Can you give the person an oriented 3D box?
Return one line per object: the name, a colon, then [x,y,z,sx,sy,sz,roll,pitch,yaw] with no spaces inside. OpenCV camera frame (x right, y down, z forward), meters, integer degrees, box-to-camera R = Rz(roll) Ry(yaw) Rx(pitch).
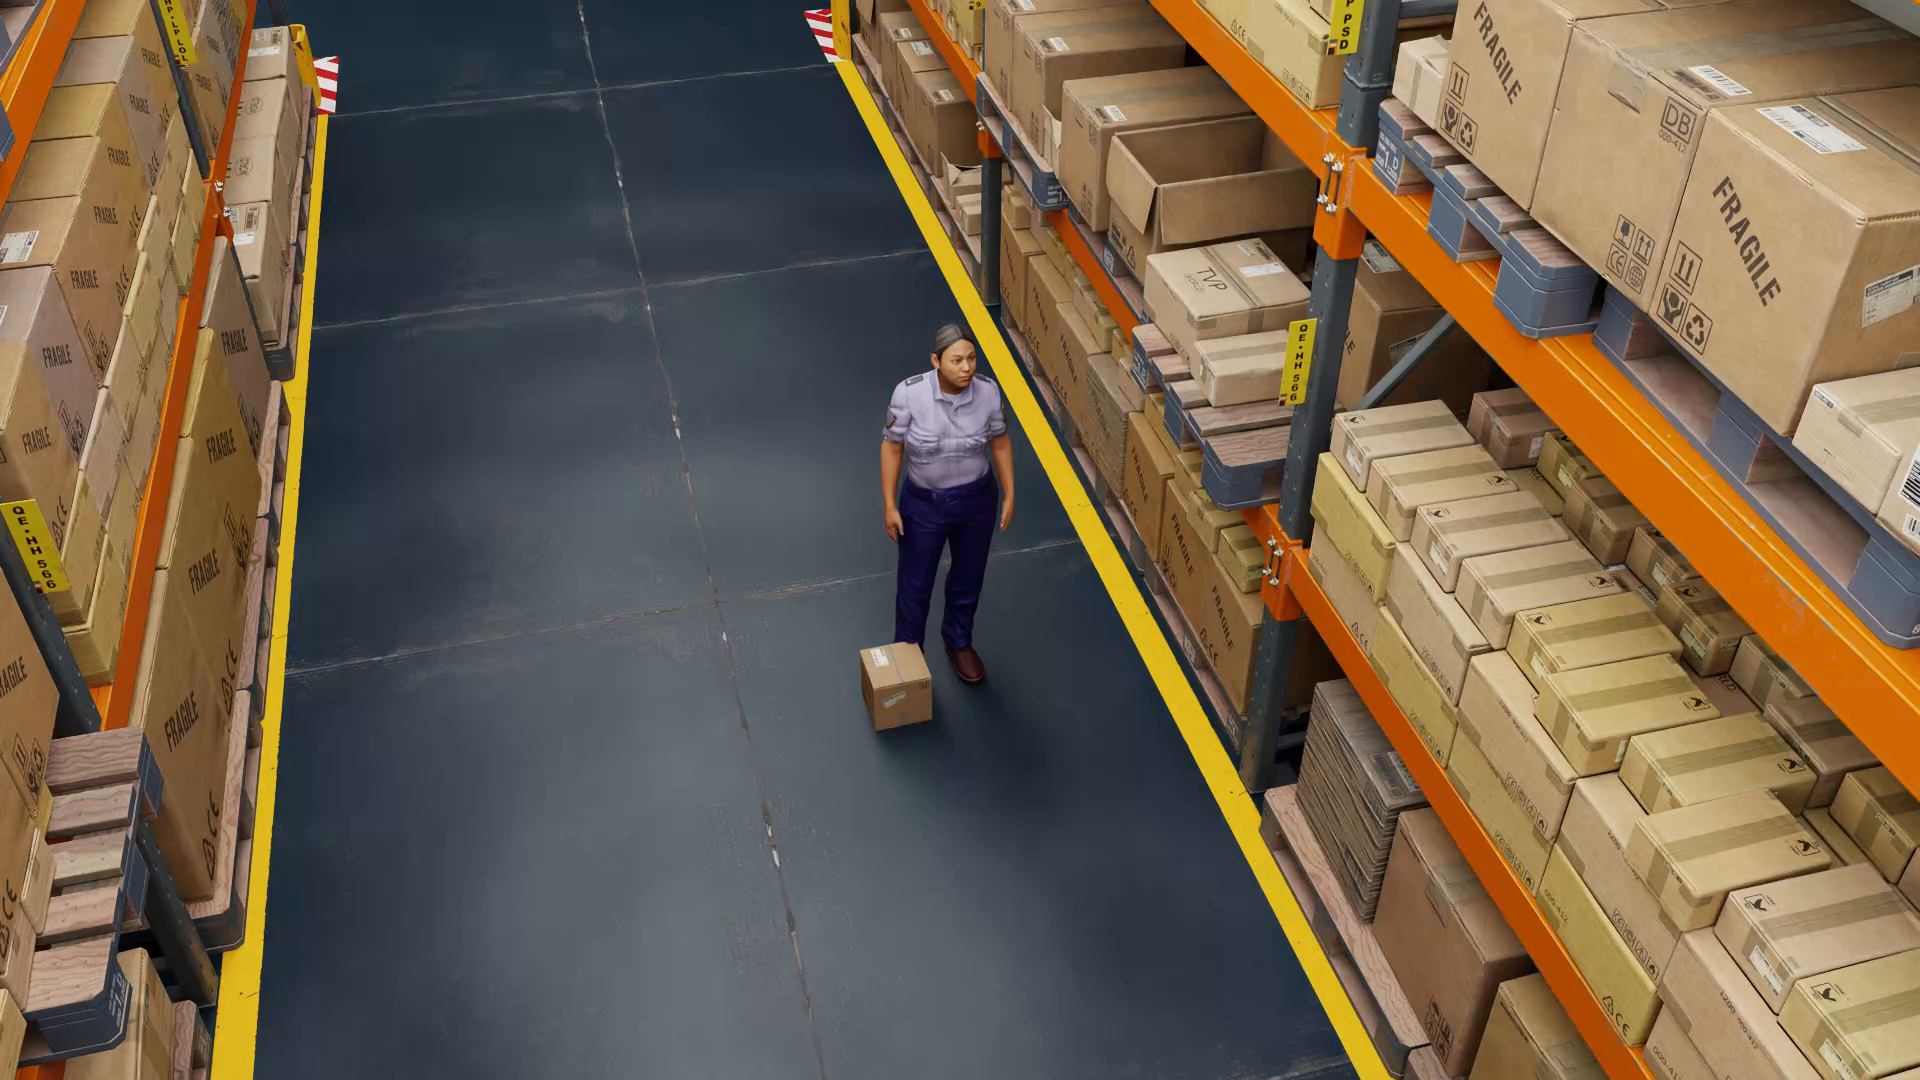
person: [-0.042,-0.087,6.820,0.598,1.651,0.502,-9,39,-12]
